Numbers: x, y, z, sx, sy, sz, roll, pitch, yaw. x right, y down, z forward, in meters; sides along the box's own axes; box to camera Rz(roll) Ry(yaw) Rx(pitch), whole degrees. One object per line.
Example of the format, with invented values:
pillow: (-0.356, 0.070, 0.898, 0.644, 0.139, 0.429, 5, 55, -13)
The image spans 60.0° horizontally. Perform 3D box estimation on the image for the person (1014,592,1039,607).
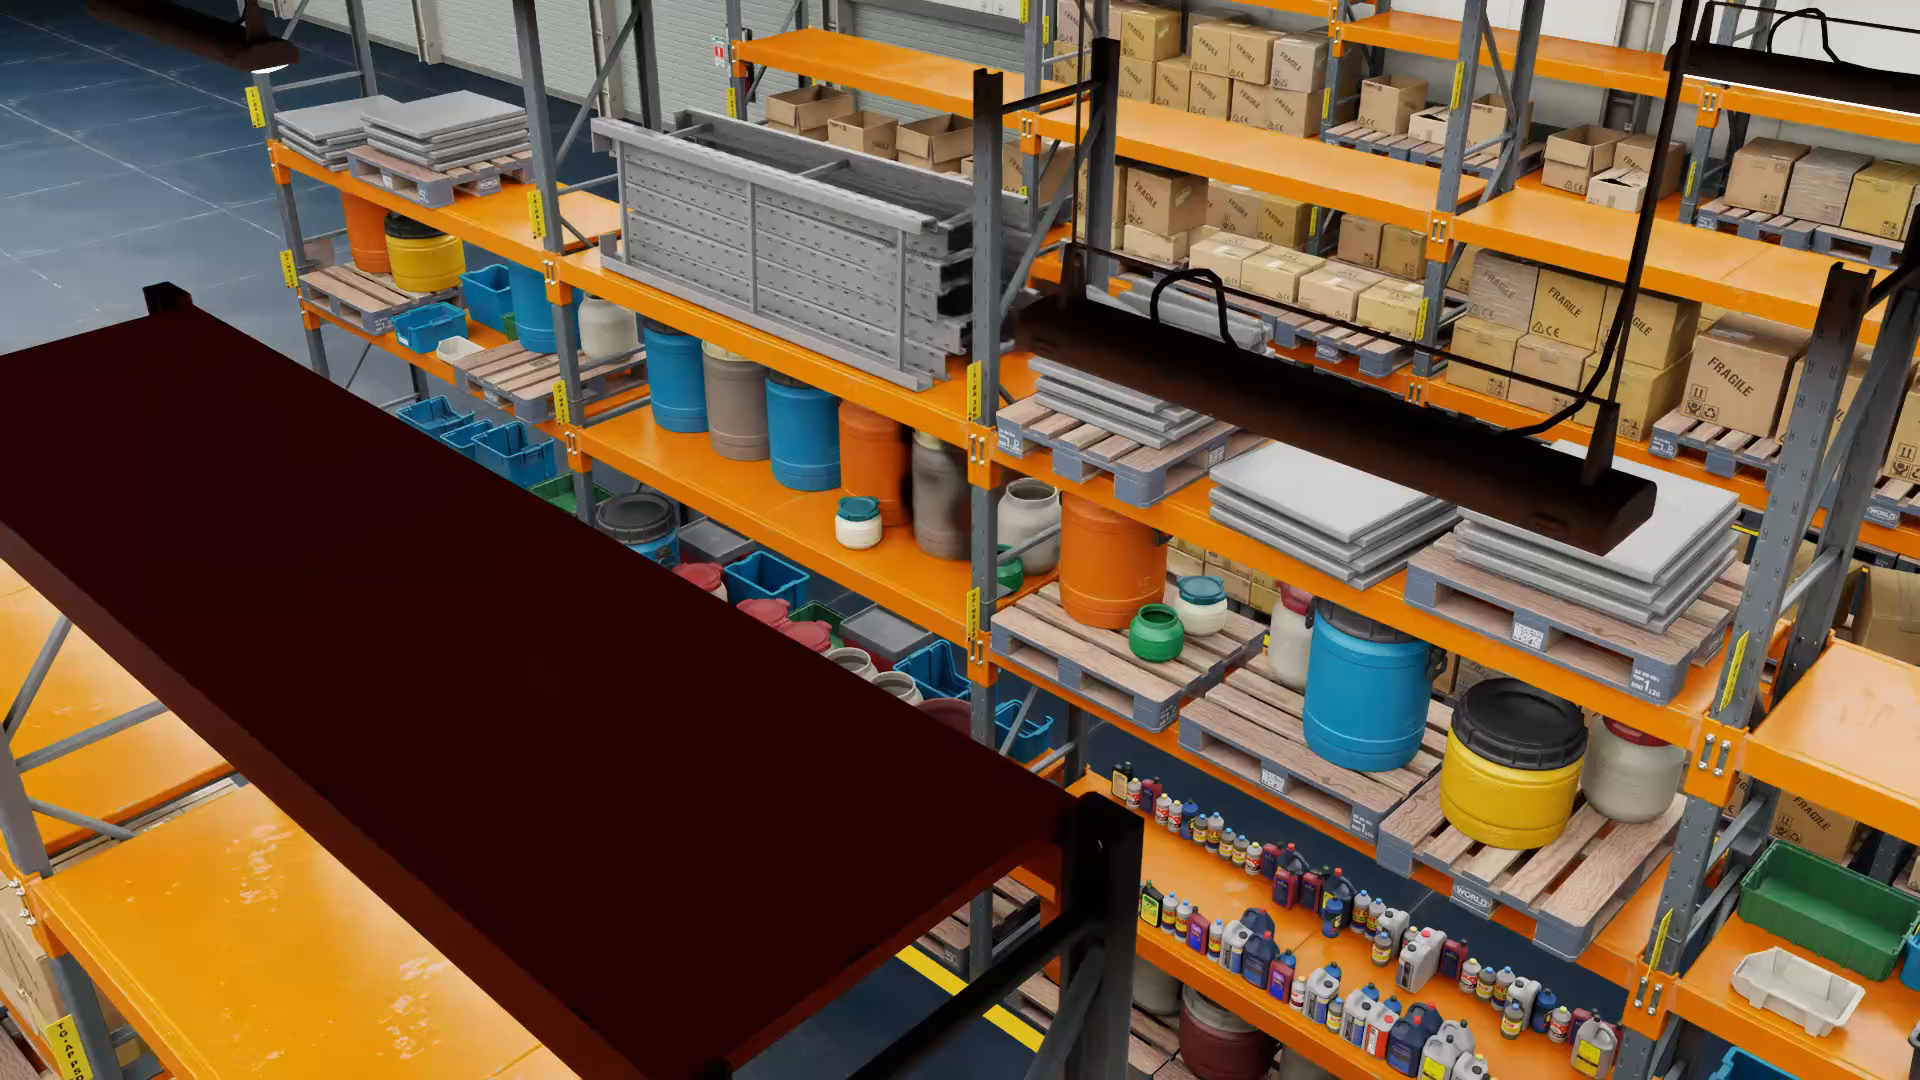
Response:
person: (0.549, 0.426, 13.960, 0.769, 1.504, 0.652, 9, 30, 15)
